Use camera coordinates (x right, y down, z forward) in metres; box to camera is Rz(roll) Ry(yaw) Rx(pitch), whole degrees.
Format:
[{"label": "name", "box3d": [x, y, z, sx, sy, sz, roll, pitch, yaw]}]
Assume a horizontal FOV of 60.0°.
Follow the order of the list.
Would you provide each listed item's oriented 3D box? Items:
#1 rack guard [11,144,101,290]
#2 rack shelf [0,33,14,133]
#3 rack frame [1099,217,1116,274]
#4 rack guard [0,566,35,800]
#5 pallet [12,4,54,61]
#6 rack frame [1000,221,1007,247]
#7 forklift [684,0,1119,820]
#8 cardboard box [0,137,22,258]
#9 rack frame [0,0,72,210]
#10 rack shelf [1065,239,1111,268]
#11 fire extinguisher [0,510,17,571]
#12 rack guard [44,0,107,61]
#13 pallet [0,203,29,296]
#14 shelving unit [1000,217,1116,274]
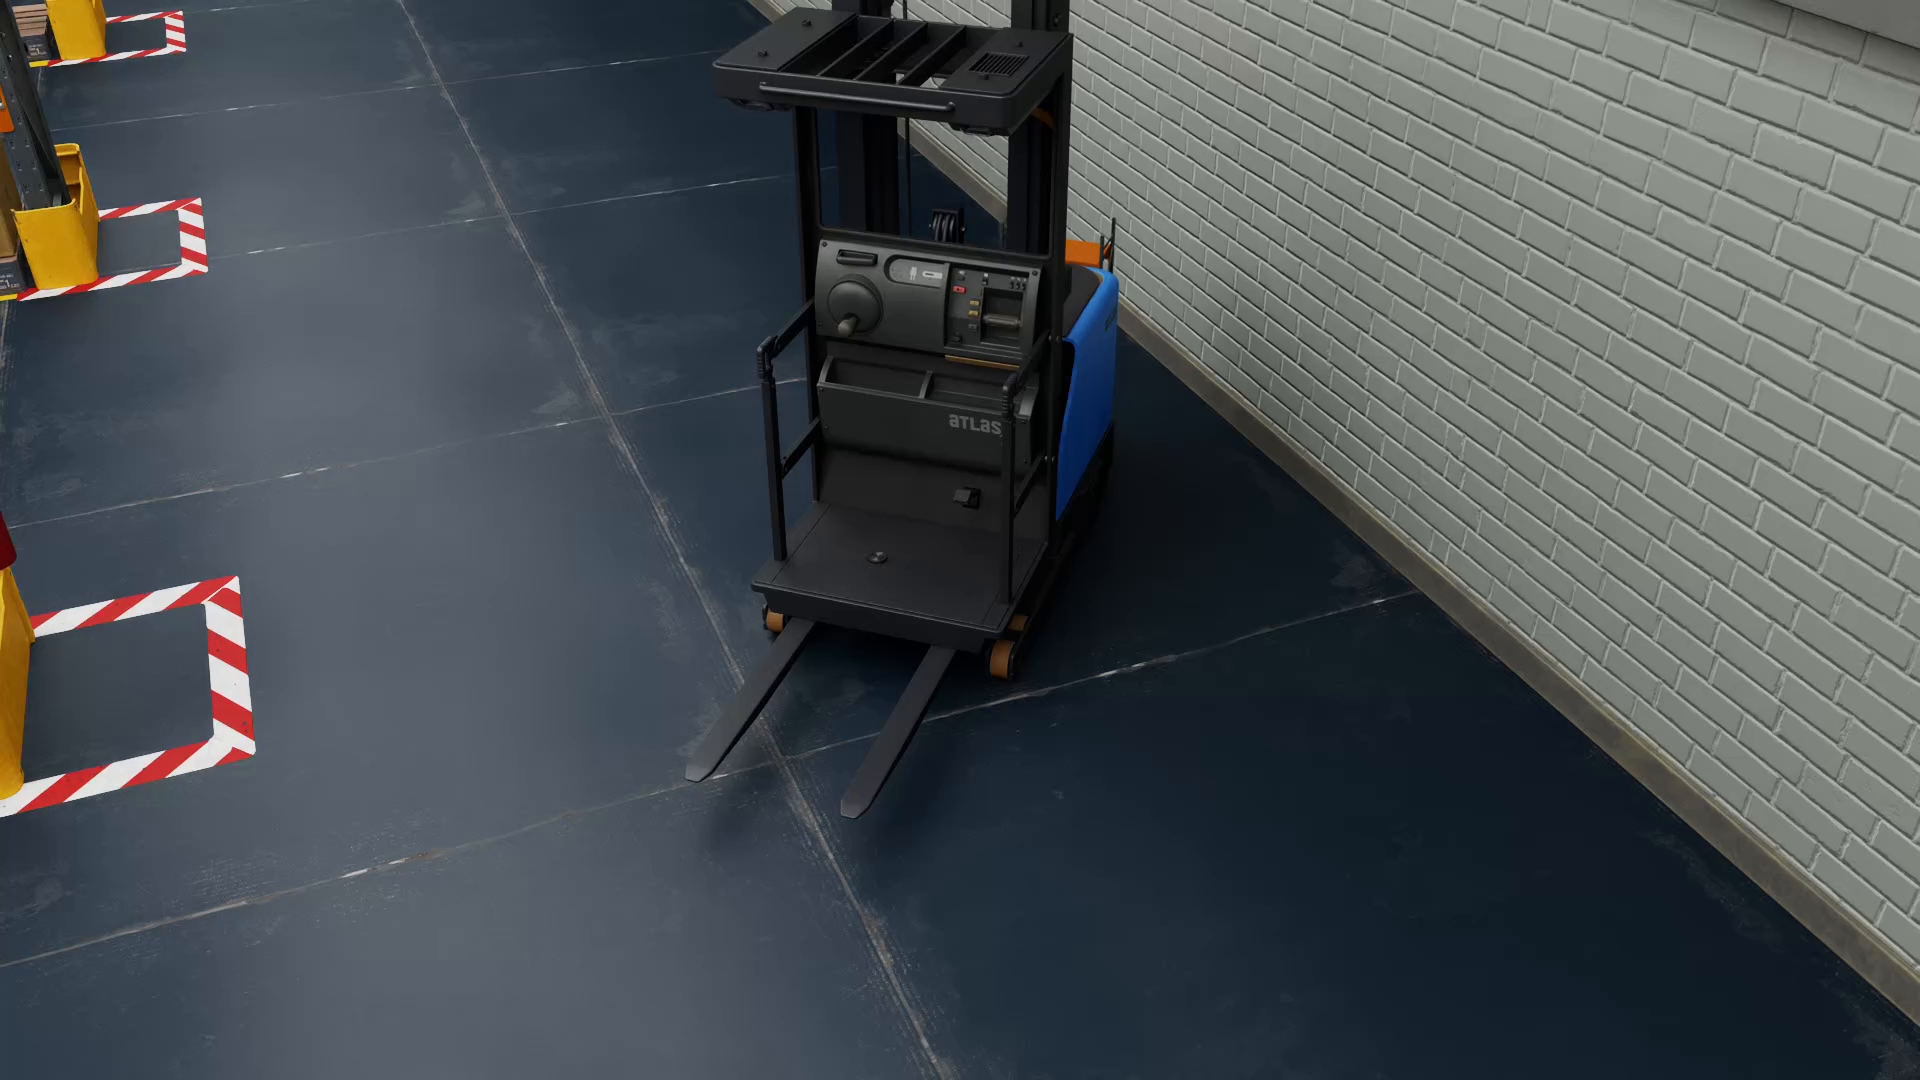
[{"label": "rack guard", "box3d": [-5.657, -2.042, 10.431, 0.348, 0.500, 1.175, -13, 35, -19]}, {"label": "rack shelf", "box3d": [-7.523, -2.361, 9.288, 4.000, 0.370, 1.077, -13, 35, -19]}, {"label": "rack frame", "box3d": [0.697, -0.970, 8.140, 0.015, 1.200, 0.240, 10, 34, 15]}, {"label": "rack guard", "box3d": [-3.922, 0.494, 6.532, 0.348, 0.500, 1.175, -13, 35, -19]}, {"label": "pallet", "box3d": [-8.372, -4.252, 14.092, 1.213, 0.211, 1.003, -13, 35, -19]}, {"label": "rack frame", "box3d": [0.234, -1.055, 8.271, 0.015, 1.200, 0.240, 10, 34, 15]}, {"label": "forklift", "box3d": [-0.200, -0.903, 6.451, 1.130, 2.935, 3.031, 10, 34, 15]}, {"label": "cardboard box", "box3d": [-6.238, -2.195, 9.936, 0.875, 0.875, 0.875, -13, 35, -19]}, {"label": "rack frame", "box3d": [-5.679, -3.085, 9.741, 0.127, 3.000, 1.000, -13, 35, -19]}, {"label": "rack shelf", "box3d": [0.466, -1.342, 7.991, 0.480, 0.148, 0.258, 10, 34, 15]}, {"label": "fire extinguisher", "box3d": [-3.441, -0.202, 5.723, 0.183, 0.674, 0.296, -13, 35, -19]}, {"label": "rack guard", "box3d": [-7.579, -4.540, 14.268, 0.348, 0.500, 1.175, -13, 35, -19]}, {"label": "pallet", "box3d": [-6.386, -1.708, 10.182, 1.213, 0.211, 1.003, -13, 35, -19]}, {"label": "shelving unit", "box3d": [0.466, -1.012, 8.205, 0.503, 1.200, 0.258, 10, 34, 15]}]
